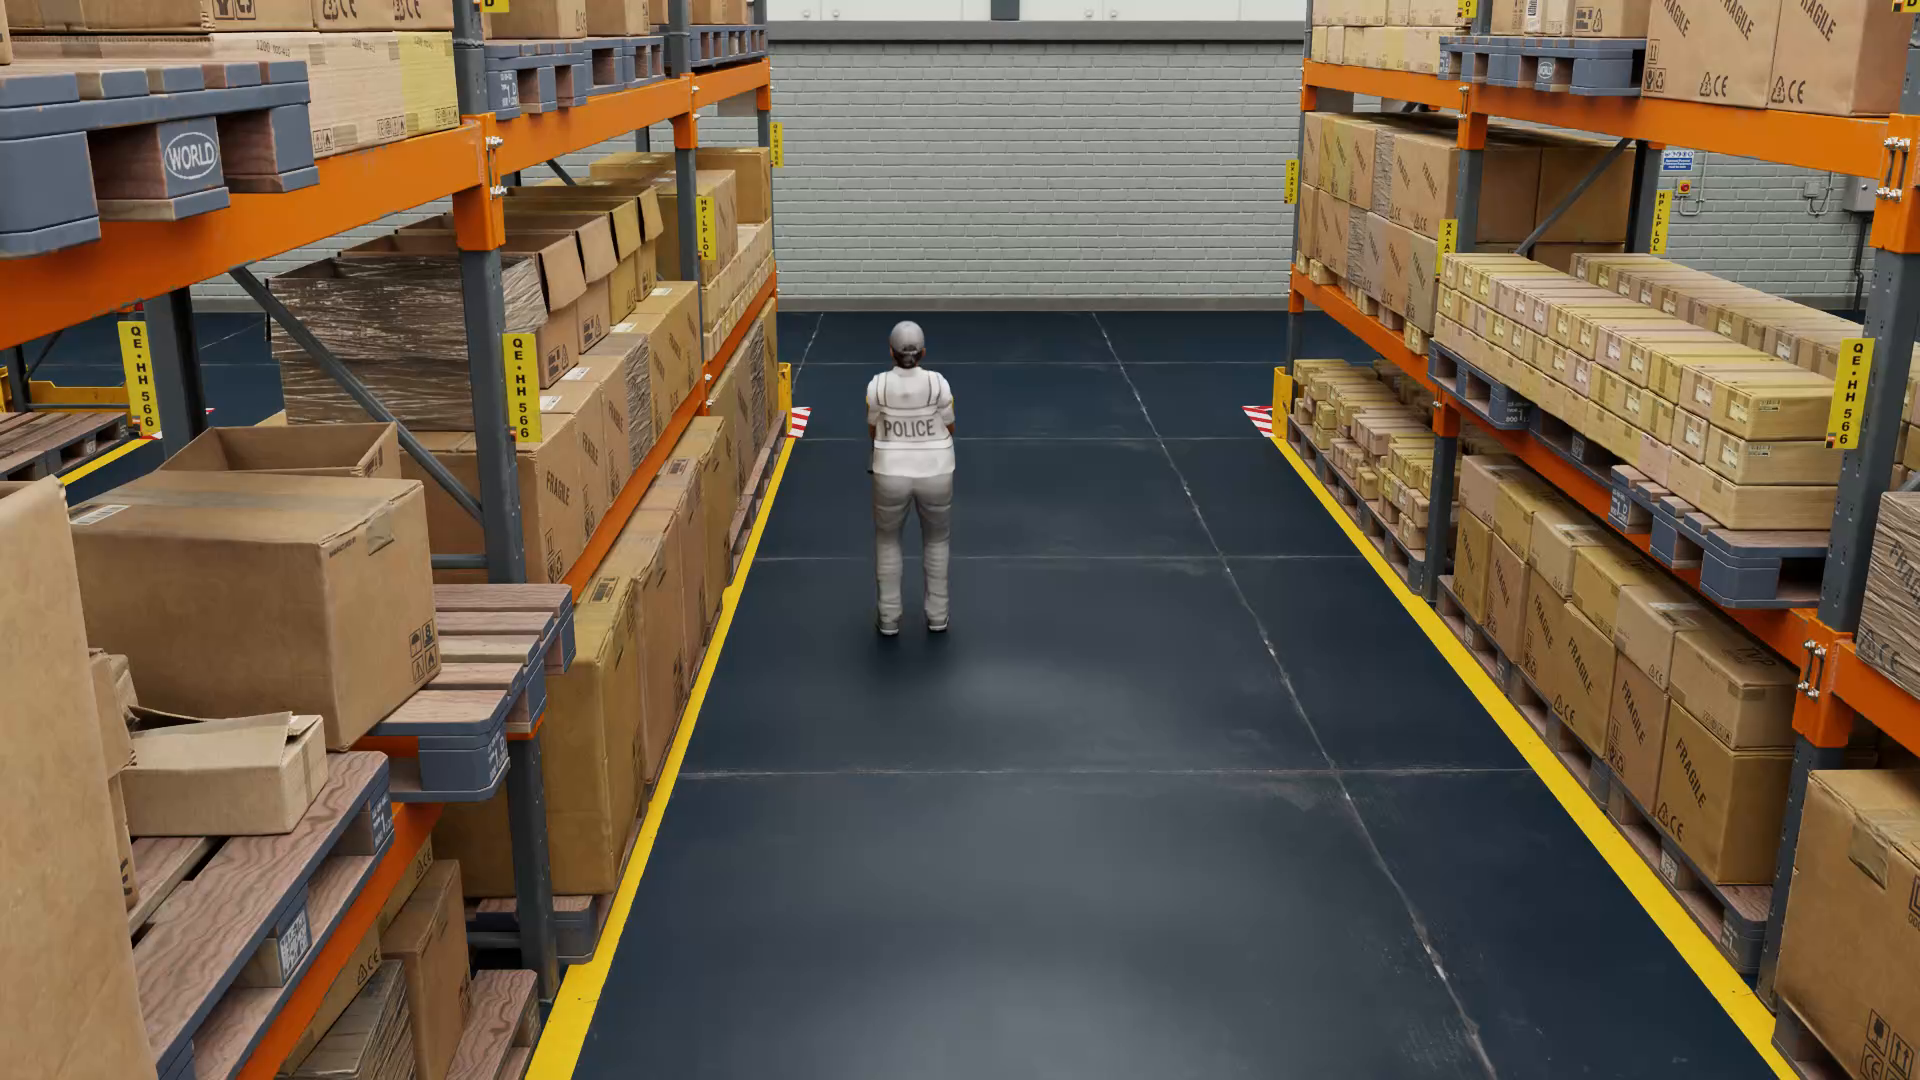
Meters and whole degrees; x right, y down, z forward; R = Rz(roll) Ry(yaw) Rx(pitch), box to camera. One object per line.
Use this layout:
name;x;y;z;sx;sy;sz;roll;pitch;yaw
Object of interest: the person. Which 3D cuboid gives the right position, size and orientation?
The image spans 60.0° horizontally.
person;-0.254;-0.336;8.643;0.453;1.654;0.518;-1;17;-2
